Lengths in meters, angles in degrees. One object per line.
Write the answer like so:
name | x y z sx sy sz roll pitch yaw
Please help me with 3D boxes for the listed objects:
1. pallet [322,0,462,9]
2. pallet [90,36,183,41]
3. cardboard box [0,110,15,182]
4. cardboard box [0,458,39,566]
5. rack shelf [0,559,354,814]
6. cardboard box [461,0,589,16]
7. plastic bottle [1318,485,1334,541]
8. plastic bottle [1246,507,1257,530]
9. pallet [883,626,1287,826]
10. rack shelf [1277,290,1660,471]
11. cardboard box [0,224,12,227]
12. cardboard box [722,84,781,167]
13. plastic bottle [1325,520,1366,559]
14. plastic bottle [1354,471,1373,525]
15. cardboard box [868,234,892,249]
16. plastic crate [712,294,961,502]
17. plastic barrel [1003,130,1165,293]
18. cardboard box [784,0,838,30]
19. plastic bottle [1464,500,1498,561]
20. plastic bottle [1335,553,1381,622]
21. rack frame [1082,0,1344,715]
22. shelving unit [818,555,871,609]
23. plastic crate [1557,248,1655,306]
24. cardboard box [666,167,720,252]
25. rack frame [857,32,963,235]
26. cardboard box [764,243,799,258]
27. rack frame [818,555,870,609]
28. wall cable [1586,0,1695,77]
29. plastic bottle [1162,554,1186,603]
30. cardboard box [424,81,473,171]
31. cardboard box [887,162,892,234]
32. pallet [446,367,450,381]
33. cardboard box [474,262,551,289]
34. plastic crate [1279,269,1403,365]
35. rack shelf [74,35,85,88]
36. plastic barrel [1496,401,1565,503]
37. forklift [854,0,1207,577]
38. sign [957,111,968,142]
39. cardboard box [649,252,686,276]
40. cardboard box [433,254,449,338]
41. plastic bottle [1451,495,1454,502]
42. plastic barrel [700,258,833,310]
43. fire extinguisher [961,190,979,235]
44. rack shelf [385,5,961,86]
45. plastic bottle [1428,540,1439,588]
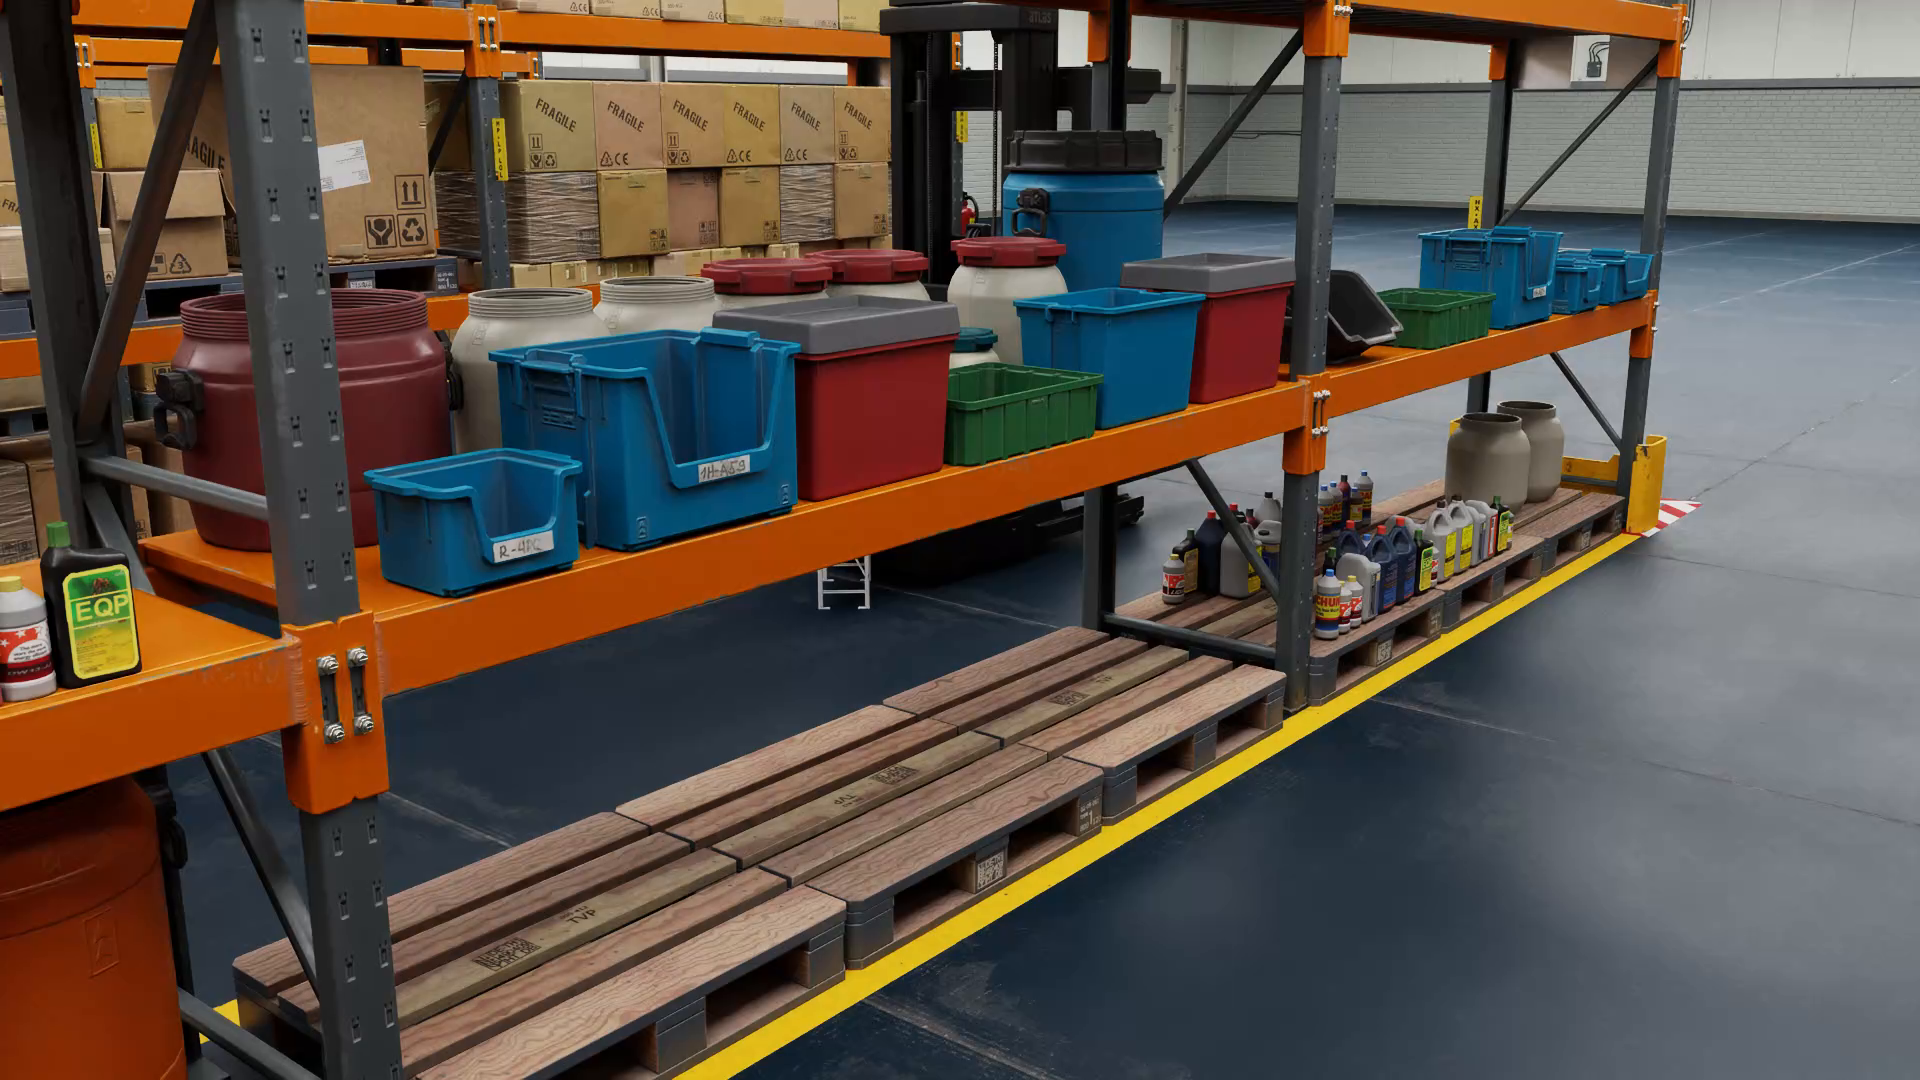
pallet | -3.385 -2.891 8.698 1.213 0.211 1.003 11 18 38
pallet | -6.186 -3.982 12.795 1.003 0.211 1.213 11 18 38
cardboard box | -7.016 -2.853 12.029 0.700 0.500 0.500 11 18 37
cardboard box | -4.684 -0.105 7.627 0.700 0.500 0.500 9 17 33
rack shelf | -2.833 0.635 1.993 1.077 0.370 4.000 11 18 38
cardboard box | -2.432 -3.057 9.278 0.500 0.250 0.500 10 18 35
plastic bottle | 1.792 -0.136 8.214 0.097 0.271 0.097 0 14 0
plastic bottle | 1.309 -0.002 7.662 0.061 0.283 0.133 13 19 41
pallet | 0.475 0.645 6.156 1.003 0.211 1.213 11 18 38
rack shelf | 2.195 -0.897 8.024 1.077 0.370 4.000 11 18 38
cardboard box | -4.590 -1.363 7.816 0.396 0.266 0.258 11 18 36
cardboard box | -1.500 -2.643 10.596 0.500 0.500 0.500 11 18 38
plastic bottle | 1.656 0.095 7.144 0.144 0.351 0.185 11 18 38
plastic bottle | 2.070 -0.221 8.548 0.097 0.271 0.097 0 14 0
cardboard box | -0.693 -2.084 11.743 0.380 0.149 0.250 11 18 38
plastic crate | -0.322 -0.390 4.437 0.402 0.464 0.583 11 18 38
plastic barrel | 0.460 -1.079 6.260 0.600 0.901 0.708 11 18 38
cardboard box | -1.146 -3.452 10.832 0.500 0.250 0.500 12 18 39
plastic bottle | 2.459 -0.059 7.900 0.152 0.276 0.135 11 18 38
plastic bottle | 1.661 0.184 6.943 0.152 0.276 0.135 12 19 40
rack frame | 0.938 -0.863 6.428 1.000 3.000 0.127 11 18 38
shelving unit | -0.556 -0.317 7.935 0.258 1.200 0.503 -1 14 -2
plastic crate | 3.370 -1.415 8.902 0.499 0.251 0.616 11 18 38
cardboard box | -2.006 -2.100 10.492 0.875 0.500 0.500 11 18 38
rack frame | -0.400 -2.396 12.461 1.000 3.000 0.127 11 18 38
cardboard box | -1.280 -1.884 10.956 0.380 0.149 0.250 11 18 38
rack frame | -0.546 -0.257 7.699 0.240 1.200 0.015 -1 14 -2
wall cable | 16.000 -13.891 38.621 2.305 6.003 0.169 11 18 38
plastic bottle | 0.924 0.162 7.182 0.097 0.201 0.097 0 14 0
cardboard box | -2.845 -2.436 9.780 0.500 0.500 0.500 11 18 38
cardboard box | -0.767 -2.487 12.014 0.875 0.500 0.500 11 18 38
pallet | -4.636 -1.666 15.251 1.003 0.211 1.213 11 18 38
cardboard box | -2.545 -1.502 9.455 0.380 0.149 0.250 11 18 38
plastic crate | 1.366 -0.914 6.753 0.767 0.338 0.504 11 18 38
rack shelf | -7.966 -3.139 10.754 1.077 0.370 4.000 11 18 38
plastic barrel | 3.098 -0.489 9.155 0.421 0.512 0.421 0 14 0
forklift | 0.398 -1.541 9.235 1.130 2.935 3.031 11 18 38
sign | 0.019 -3.020 11.926 0.100 0.325 0.005 11 18 38
cardboard box | -1.903 -1.691 10.198 0.380 0.149 0.250 11 18 38
cardboard box | -5.121 -2.047 14.552 0.875 0.875 0.875 11 18 37
plastic bottle | 2.376 -0.079 7.963 0.061 0.283 0.133 11 18 38
plastic barrel | -0.567 -0.556 4.944 0.433 0.535 0.433 0 14 0
fire extinguisher | 0.030 -2.309 12.276 0.296 0.674 0.183 11 18 38
rack shelf | -1.657 -3.118 10.672 1.077 0.370 4.000 11 18 38
plastic bottle | 2.083 0.103 7.416 0.097 0.201 0.097 0 14 0
